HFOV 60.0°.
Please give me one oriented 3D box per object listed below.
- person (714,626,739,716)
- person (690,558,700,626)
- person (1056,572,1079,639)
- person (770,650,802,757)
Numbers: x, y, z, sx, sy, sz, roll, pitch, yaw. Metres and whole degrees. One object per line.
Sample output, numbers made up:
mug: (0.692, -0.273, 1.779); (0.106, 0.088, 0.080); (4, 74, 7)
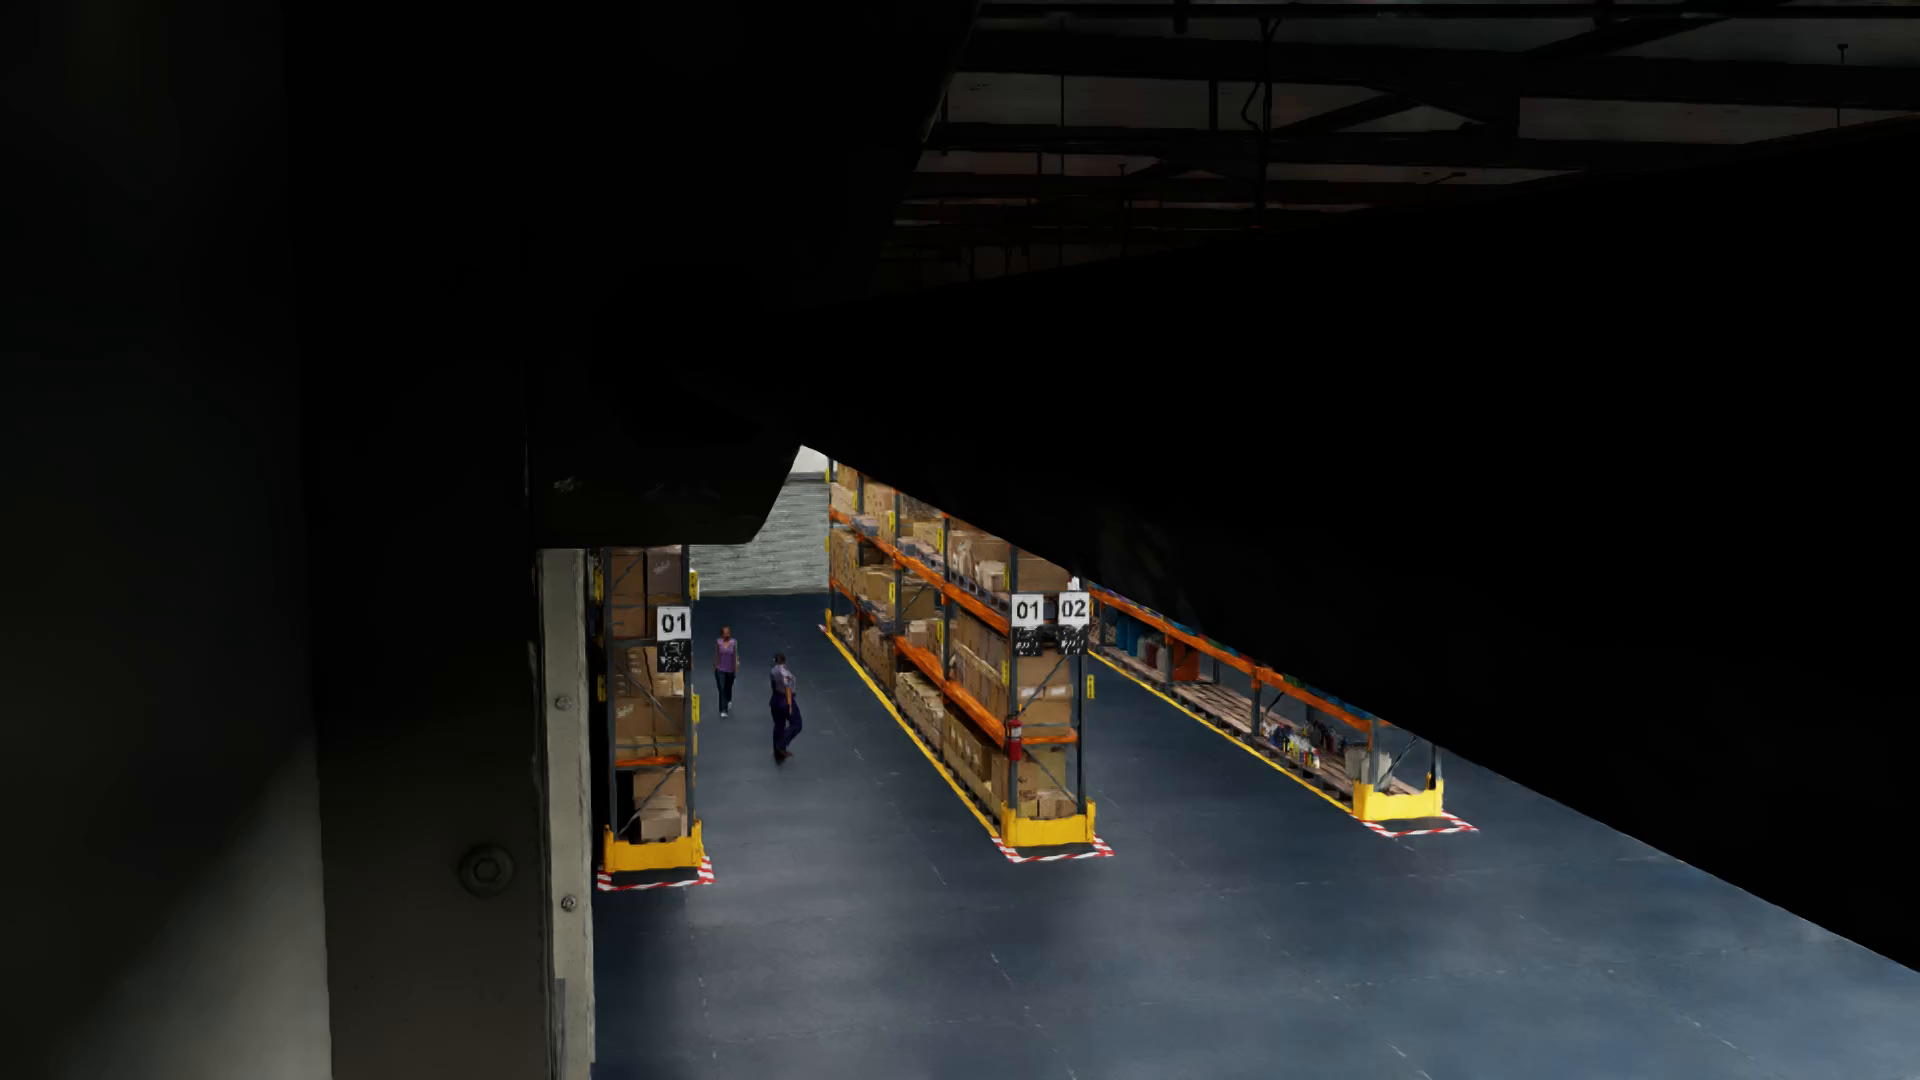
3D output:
person: (-3.981, 2.196, 28.414); (0.415, 1.517, 1.032); (-2, 7, -15)
person: (-5.984, 1.166, 36.619); (0.502, 1.611, 0.997); (-2, 7, -14)
person: (2.262, 1.353, 34.863); (0.621, 1.726, 0.968); (1, 7, 10)
person: (-2.711, 2.508, 25.394); (0.437, 1.645, 0.531); (-6, 9, -40)
